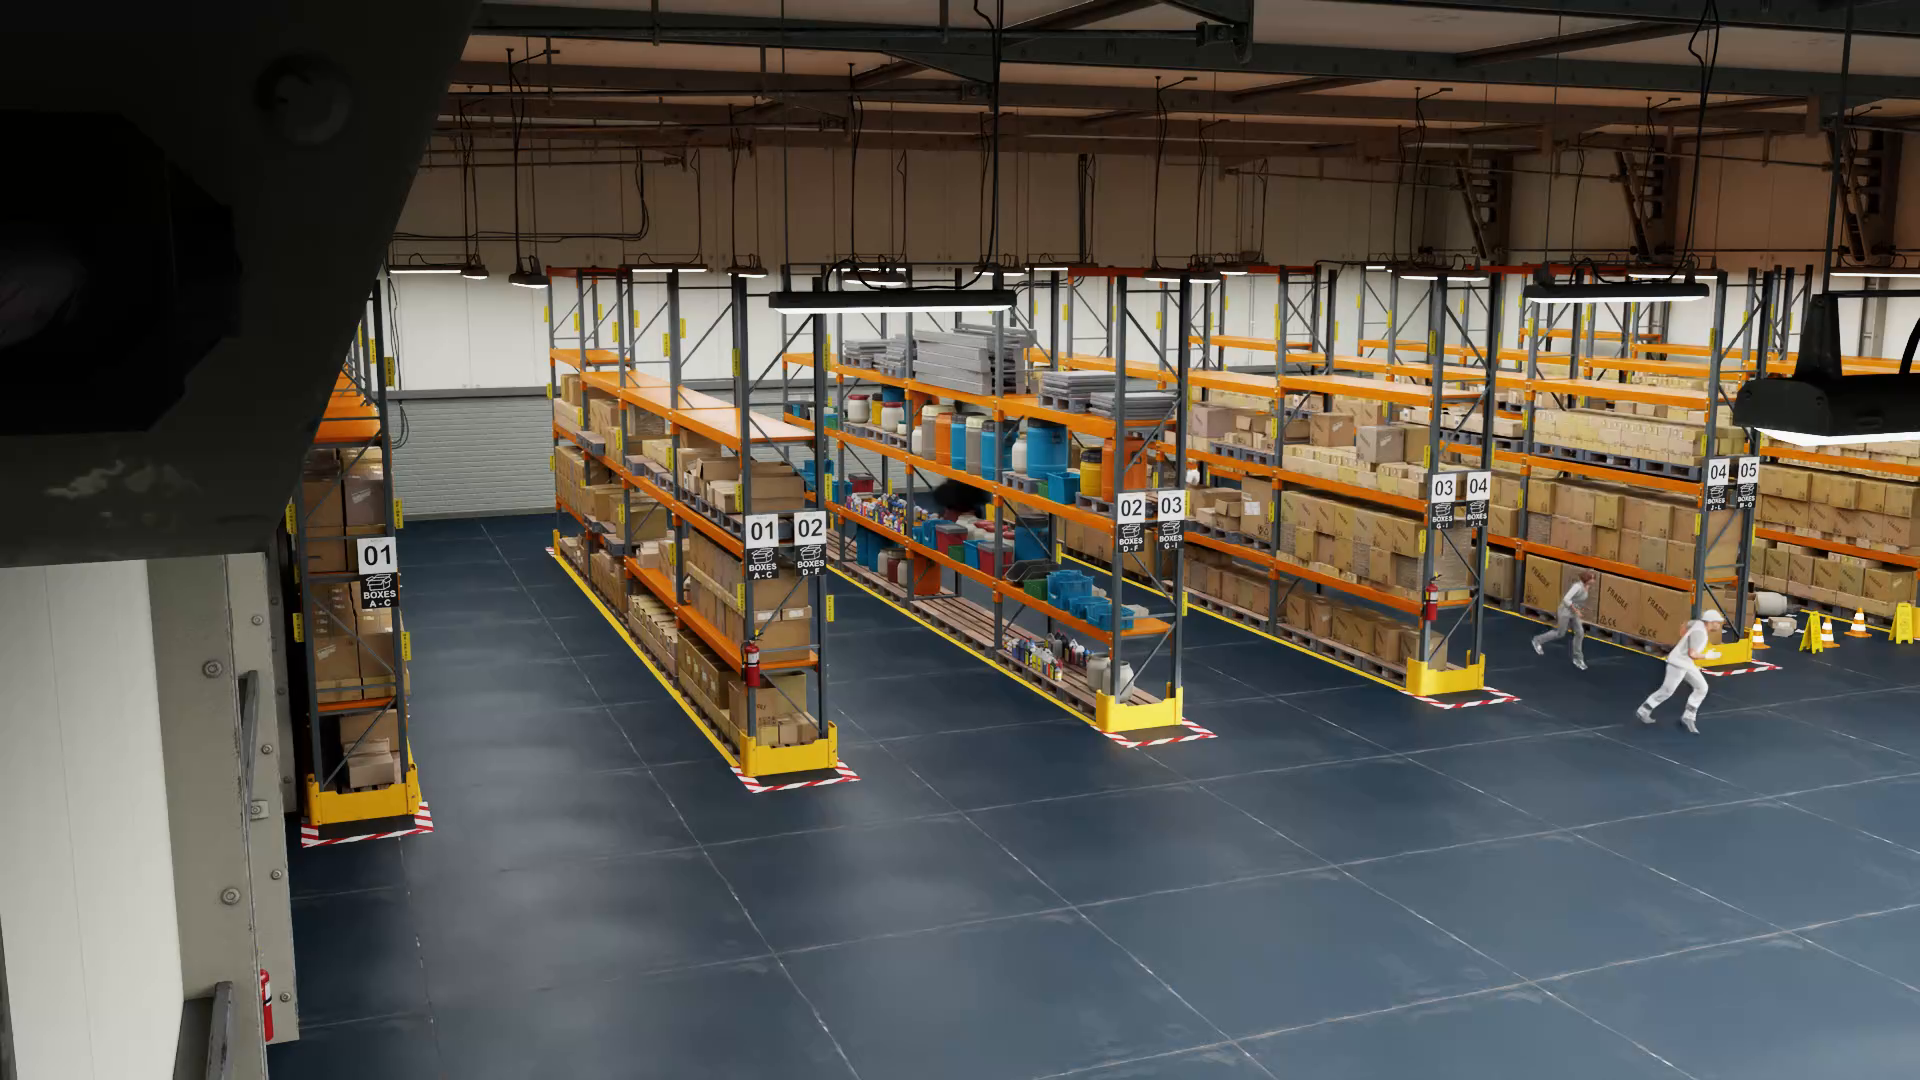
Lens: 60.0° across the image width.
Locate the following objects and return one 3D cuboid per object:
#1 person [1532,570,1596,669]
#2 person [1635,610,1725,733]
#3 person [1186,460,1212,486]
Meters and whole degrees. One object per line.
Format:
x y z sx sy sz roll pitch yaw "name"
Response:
9.295 1.174 25.636 0.912 1.547 0.568 8 13 38 "person"
9.563 1.726 22.088 1.010 1.711 0.707 6 11 30 "person"
5.340 -0.994 37.244 0.710 1.772 0.978 -4 11 -19 "person"
